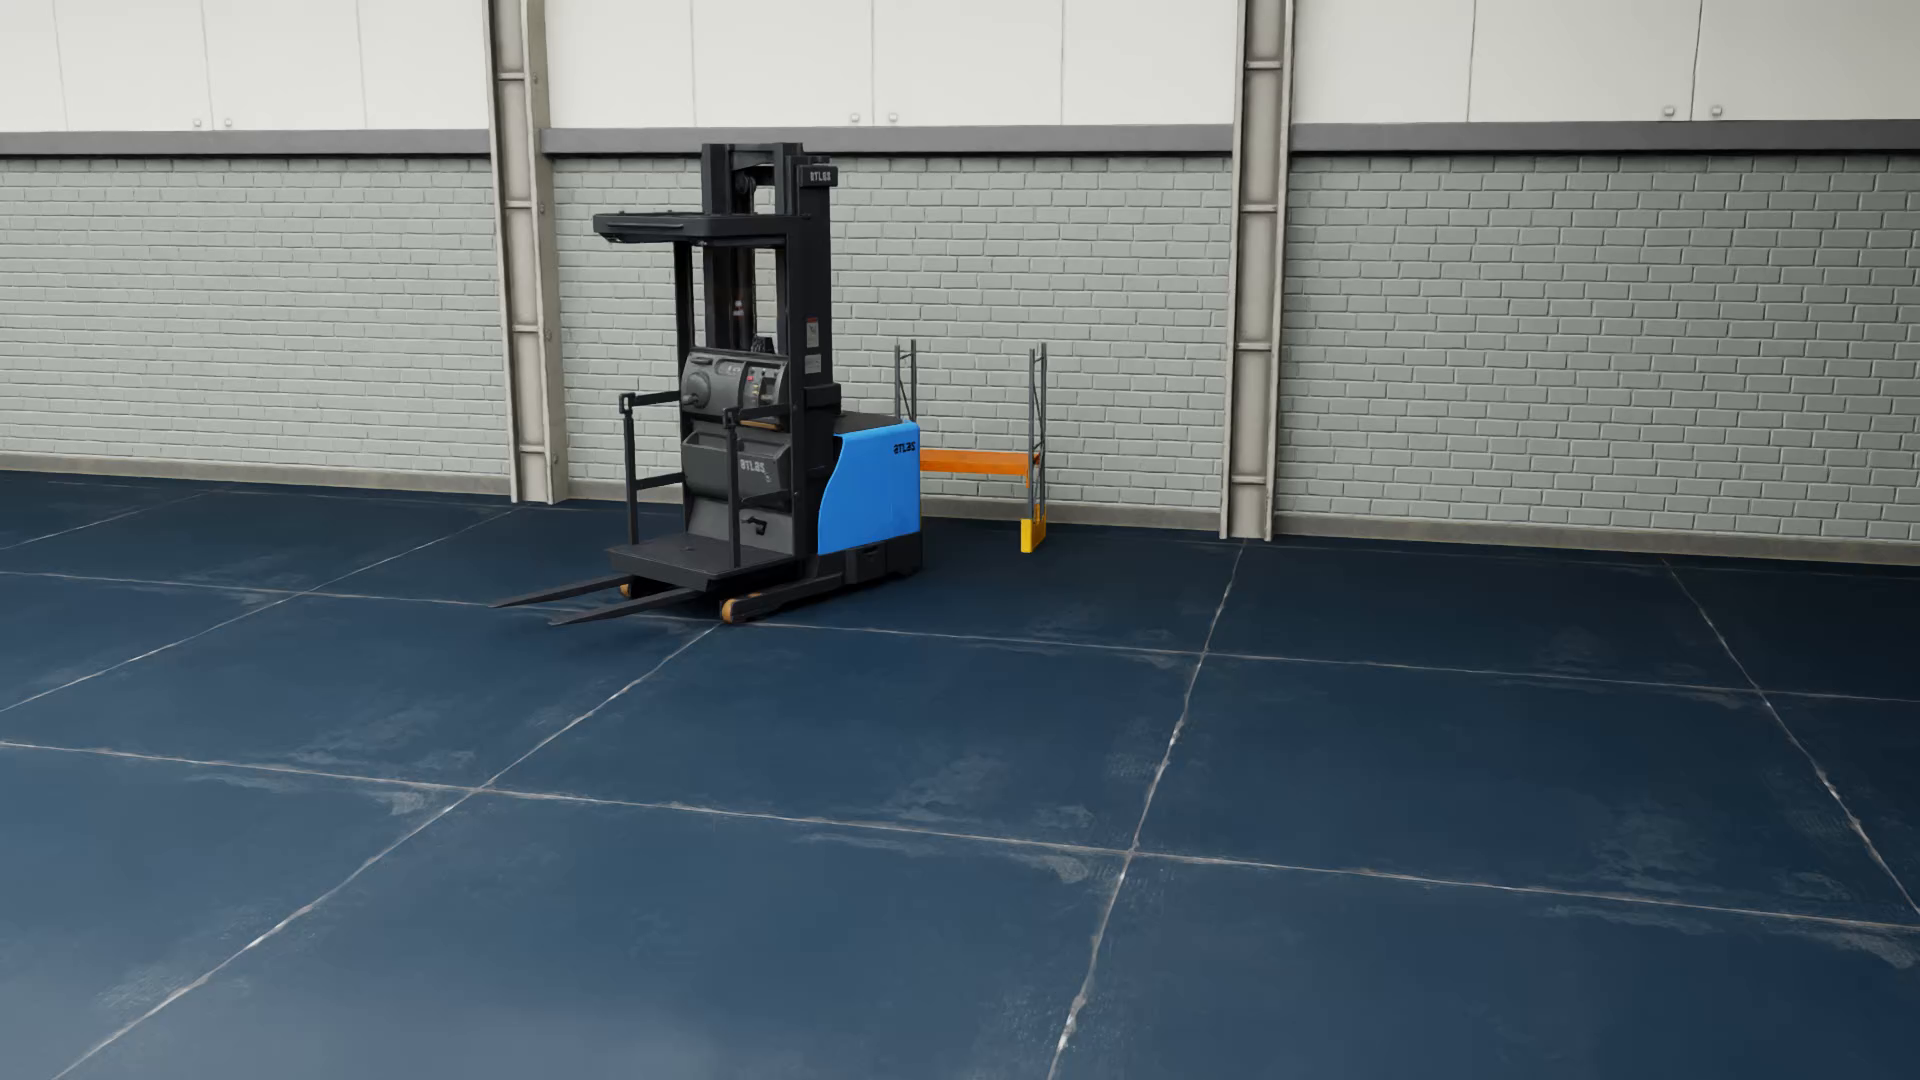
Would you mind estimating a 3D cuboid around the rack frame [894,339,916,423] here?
[{"bbox_3d":[-0.411,-0.754,12.670,0.032,1.500,0.500,3,13,14],"label":"rack frame"}]

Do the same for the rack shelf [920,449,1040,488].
[{"bbox_3d":[0.083,-0.552,12.590,1.000,0.185,0.538,3,13,14],"label":"rack shelf"}]

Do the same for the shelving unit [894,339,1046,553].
[{"bbox_3d":[0.074,-0.728,12.553,1.083,1.500,0.587,3,13,14],"label":"shelving unit"}]

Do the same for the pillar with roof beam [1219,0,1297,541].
[{"bbox_3d":[1.191,-3.521,7.830,0.400,9.000,9.100,3,13,14],"label":"pillar with roof beam"}]

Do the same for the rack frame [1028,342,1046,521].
[{"bbox_3d":[0.576,-0.701,12.432,0.032,1.500,0.500,3,13,14],"label":"rack frame"}]

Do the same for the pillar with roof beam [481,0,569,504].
[{"bbox_3d":[-4.634,-3.833,9.233,0.400,9.000,9.100,3,13,14],"label":"pillar with roof beam"}]

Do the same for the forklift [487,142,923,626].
[{"bbox_3d":[-1.598,-1.024,10.582,1.130,2.935,3.031,10,16,39],"label":"forklift"}]

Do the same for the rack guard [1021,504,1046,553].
[{"bbox_3d":[0.558,-0.092,12.572,0.087,0.250,0.587,3,13,14],"label":"rack guard"}]
